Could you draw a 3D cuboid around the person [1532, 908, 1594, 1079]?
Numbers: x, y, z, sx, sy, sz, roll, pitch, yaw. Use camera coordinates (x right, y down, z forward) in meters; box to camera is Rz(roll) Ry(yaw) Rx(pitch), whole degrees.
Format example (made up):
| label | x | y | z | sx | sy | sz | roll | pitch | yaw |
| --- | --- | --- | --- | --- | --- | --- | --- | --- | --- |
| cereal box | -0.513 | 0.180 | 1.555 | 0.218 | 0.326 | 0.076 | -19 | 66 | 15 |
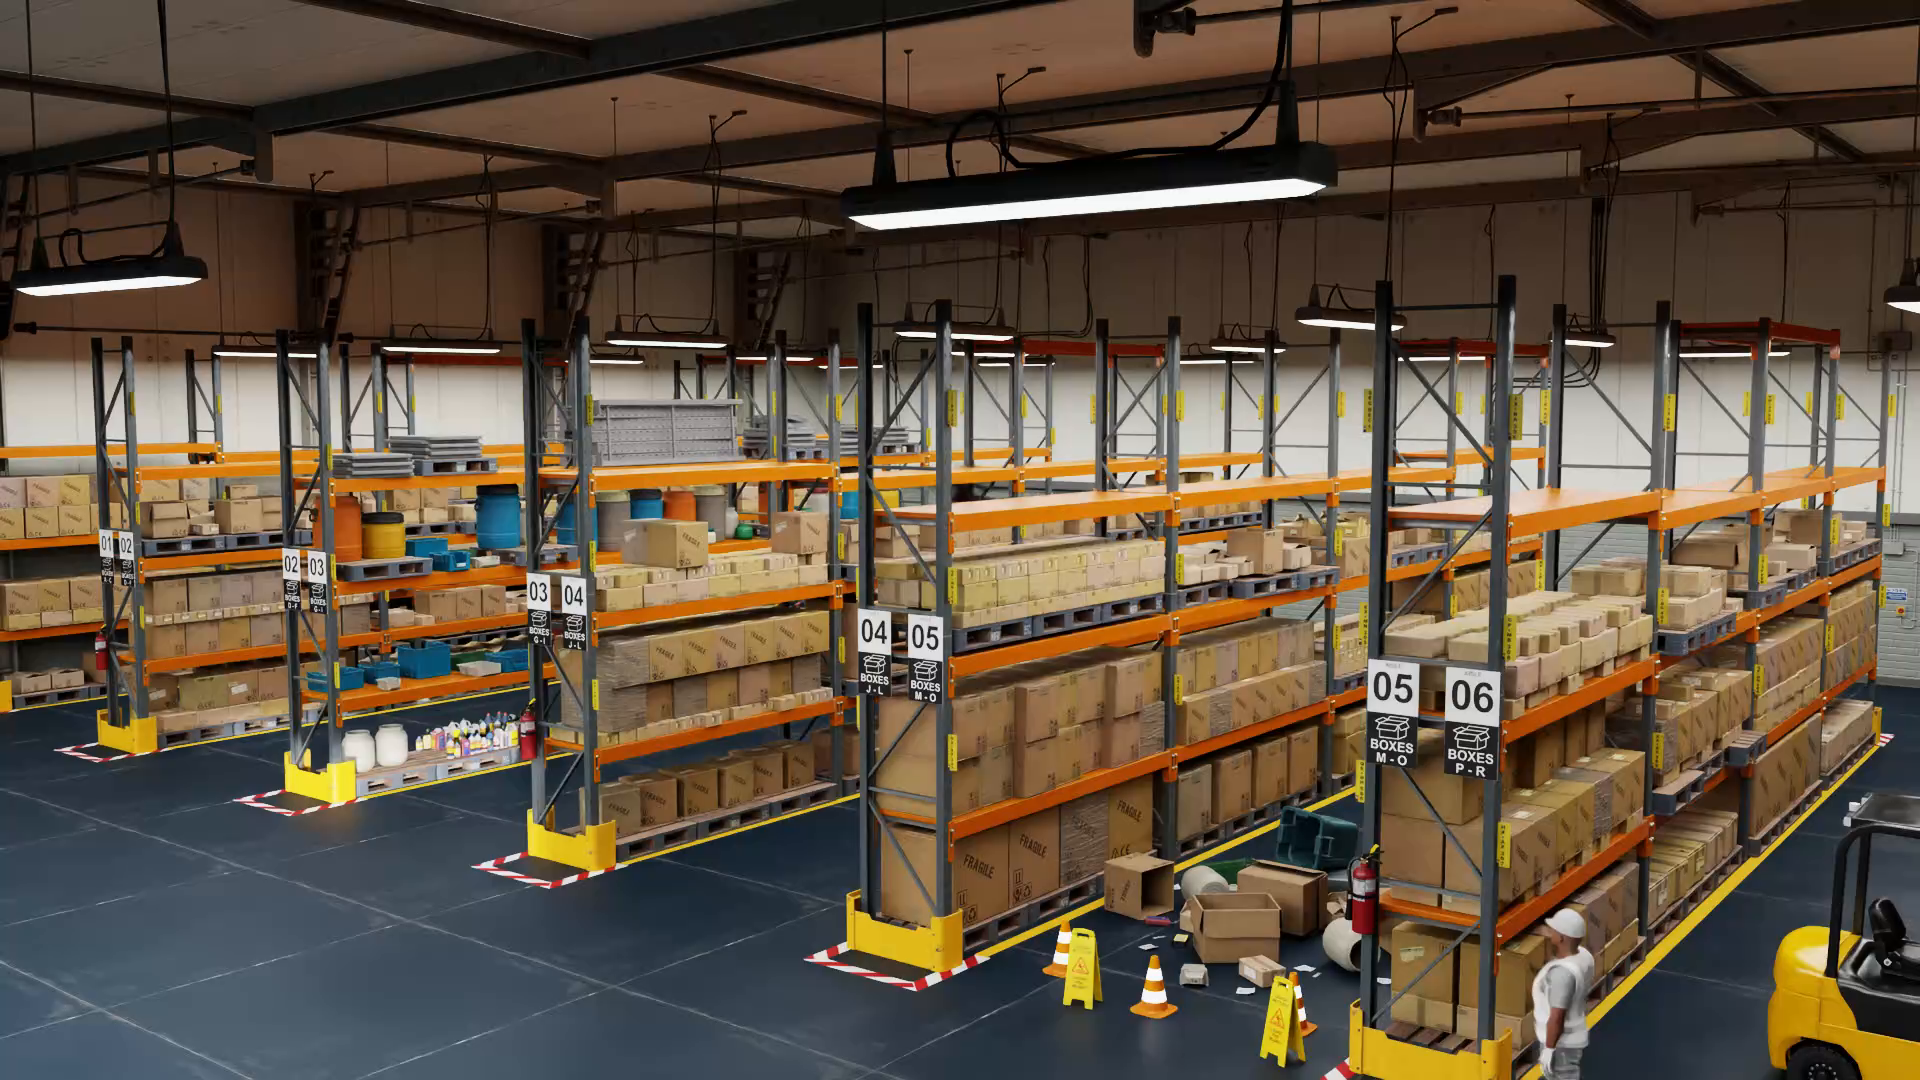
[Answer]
| label | x | y | z | sx | sy | sz | roll | pitch | yaw |
| --- | --- | --- | --- | --- | --- | --- | --- | --- | --- |
| person | 3.989 | 3.321 | 11.036 | 0.396 | 1.806 | 0.640 | 1 | 5 | 15 |
